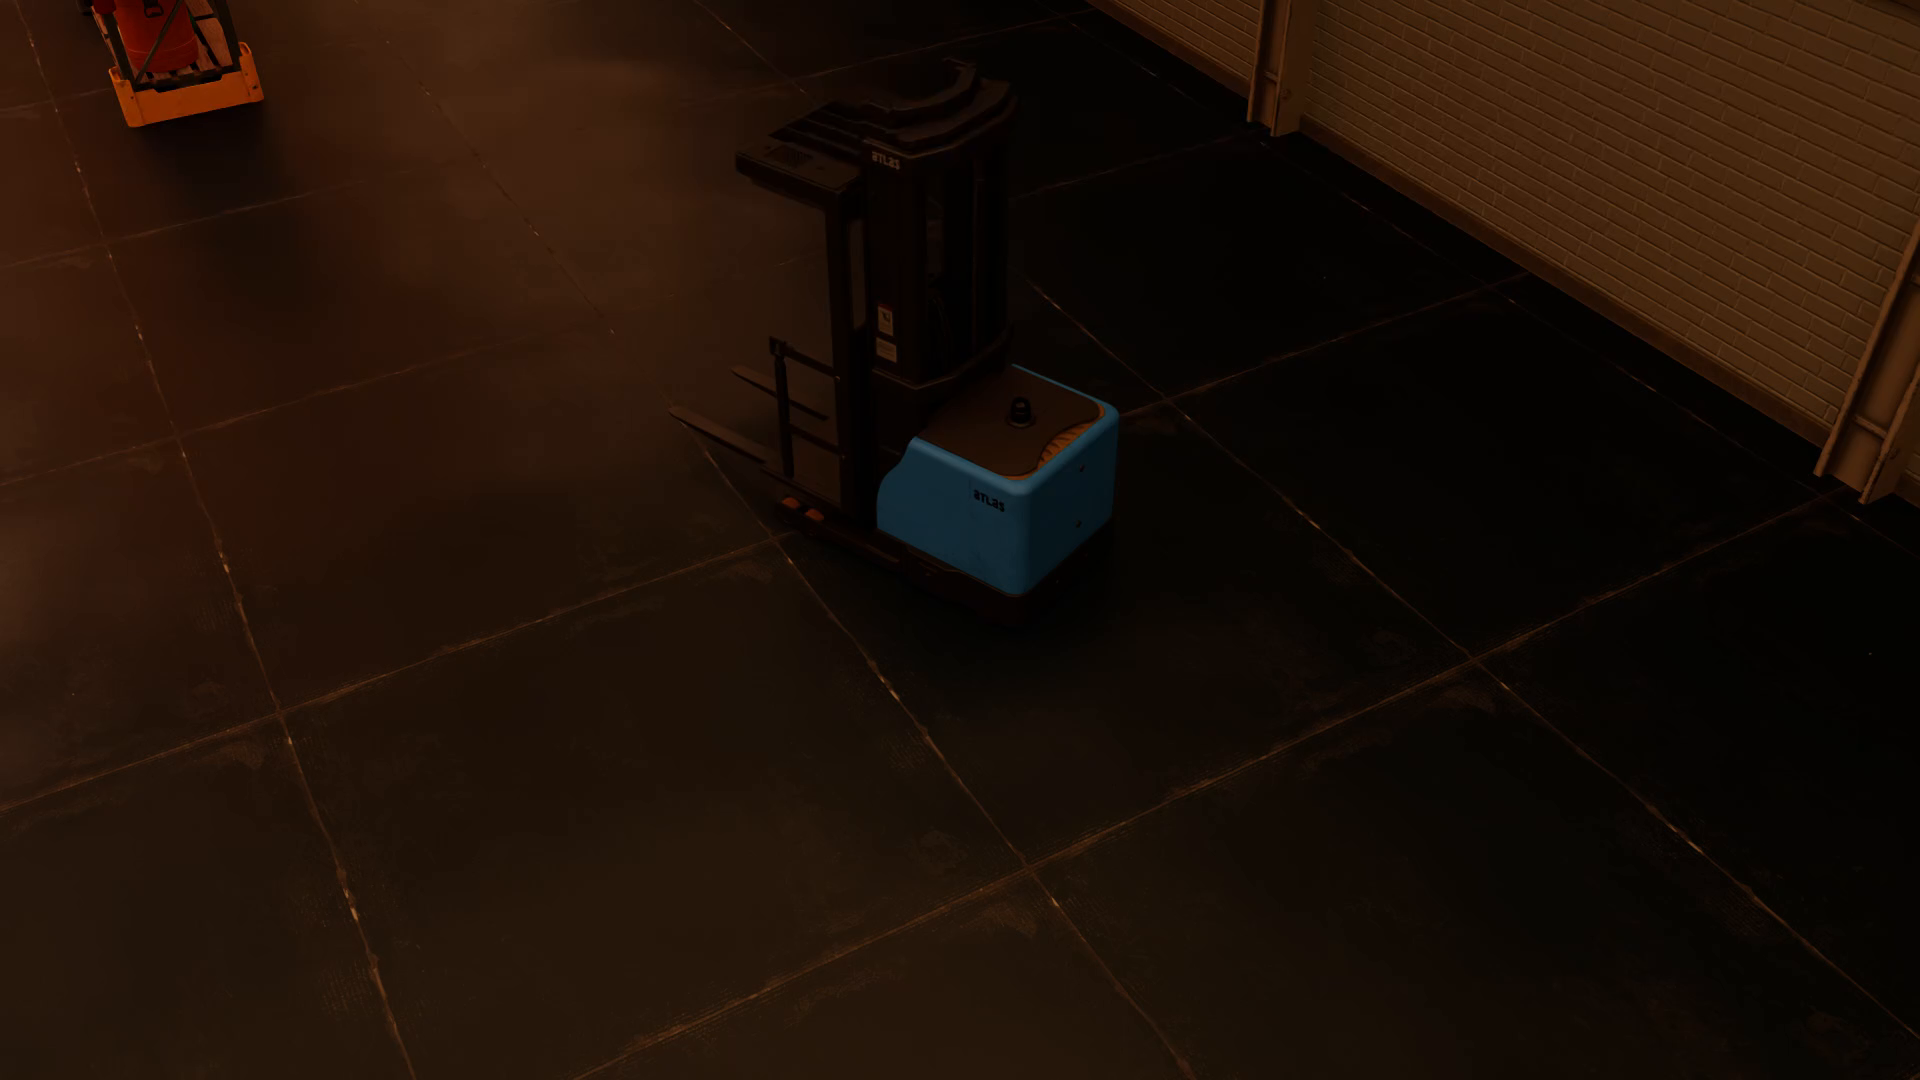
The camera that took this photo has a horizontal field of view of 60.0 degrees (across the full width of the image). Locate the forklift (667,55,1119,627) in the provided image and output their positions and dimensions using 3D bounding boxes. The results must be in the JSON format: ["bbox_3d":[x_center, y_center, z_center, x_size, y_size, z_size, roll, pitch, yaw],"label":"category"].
[{"bbox_3d":[-0.541,-1.395,9.718,3.031,2.935,1.130,26,46,28],"label":"forklift"}]
